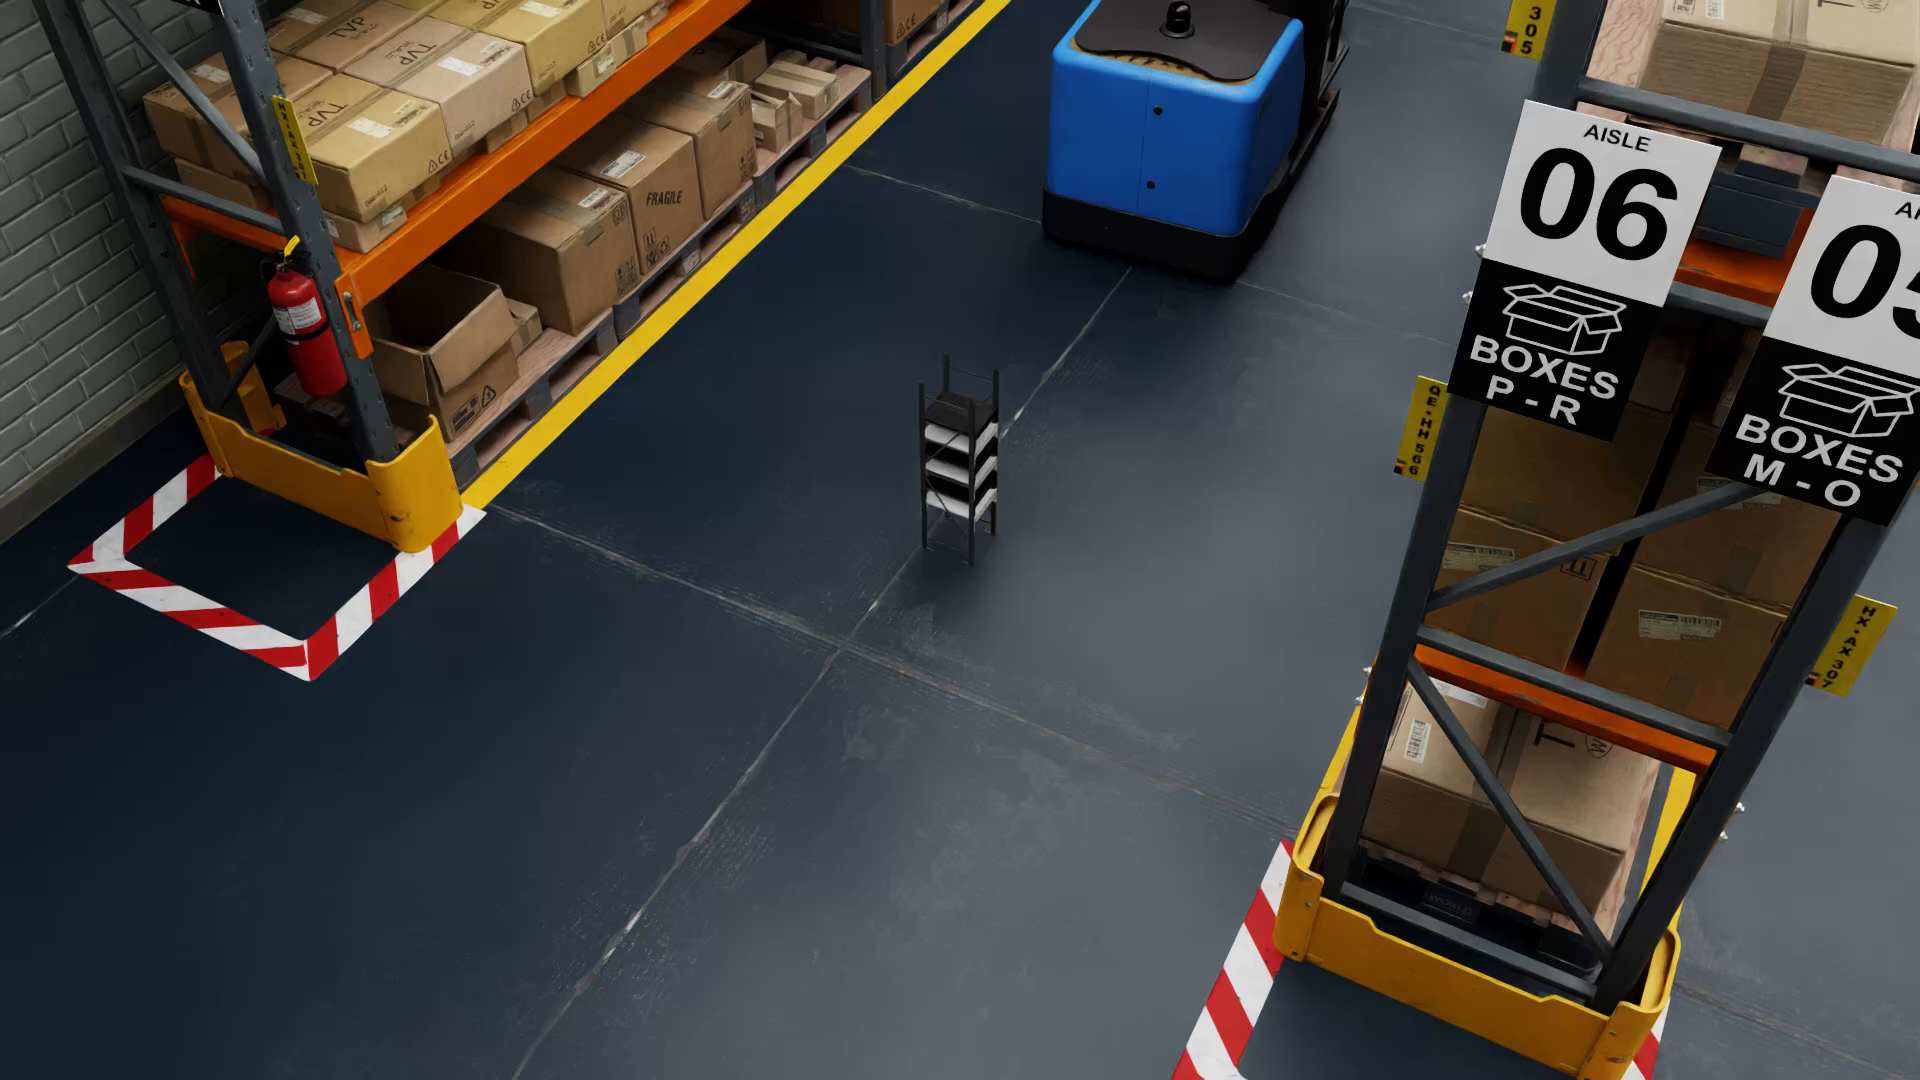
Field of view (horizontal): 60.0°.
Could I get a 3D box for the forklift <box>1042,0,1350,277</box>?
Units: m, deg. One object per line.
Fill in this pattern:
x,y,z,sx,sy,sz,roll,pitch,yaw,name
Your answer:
1.482,-3.387,8.317,1.130,2.935,3.031,18,48,17,forklift

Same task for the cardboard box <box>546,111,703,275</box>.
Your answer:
-1.614,-1.683,8.047,0.500,0.500,0.500,21,49,20,cardboard box

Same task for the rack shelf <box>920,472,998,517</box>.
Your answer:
-0.004,-0.225,6.793,0.258,0.077,0.200,20,49,19,rack shelf

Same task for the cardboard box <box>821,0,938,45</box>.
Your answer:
-0.466,-3.254,9.599,0.500,0.500,0.500,22,49,21,cardboard box

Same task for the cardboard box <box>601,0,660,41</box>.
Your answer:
-1.613,-2.450,7.239,0.500,0.250,0.500,19,48,18,cardboard box

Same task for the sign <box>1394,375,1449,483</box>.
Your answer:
1.177,-0.276,4.213,0.100,0.325,0.005,20,49,19,sign

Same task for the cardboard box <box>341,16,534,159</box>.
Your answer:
-2.064,-1.801,6.597,0.500,0.250,0.500,21,49,19,cardboard box

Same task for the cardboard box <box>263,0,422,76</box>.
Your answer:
-2.528,-1.988,6.782,0.500,0.250,0.500,21,49,19,cardboard box

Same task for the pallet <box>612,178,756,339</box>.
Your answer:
-1.775,-1.570,8.434,1.003,0.211,1.213,20,49,19,pallet

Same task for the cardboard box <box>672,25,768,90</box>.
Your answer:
-1.406,-2.619,9.104,0.500,0.311,0.500,22,49,20,cardboard box

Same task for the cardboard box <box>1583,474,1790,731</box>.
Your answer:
2.129,0.159,4.693,0.500,0.500,0.500,20,49,19,cardboard box

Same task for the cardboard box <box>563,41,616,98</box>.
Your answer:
-1.709,-2.058,7.131,0.380,0.149,0.250,19,48,18,cardboard box

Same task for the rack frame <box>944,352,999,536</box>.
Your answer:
0.043,-0.375,6.768,0.240,0.900,0.006,20,49,19,rack frame

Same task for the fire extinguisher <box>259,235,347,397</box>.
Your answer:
-2.406,-0.831,6.059,0.296,0.674,0.183,20,49,19,fire extinguisher

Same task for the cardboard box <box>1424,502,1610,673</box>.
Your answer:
1.641,-0.024,4.875,0.500,0.500,0.500,21,49,19,cardboard box

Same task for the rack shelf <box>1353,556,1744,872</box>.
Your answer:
2.580,-0.605,6.025,1.077,0.370,4.000,20,49,19,rack shelf

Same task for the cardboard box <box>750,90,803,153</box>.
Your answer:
-1.054,-2.268,8.789,0.396,0.266,0.258,22,49,20,cardboard box

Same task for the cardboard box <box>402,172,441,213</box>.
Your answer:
-2.274,-1.438,6.519,0.380,0.149,0.250,22,49,20,cardboard box

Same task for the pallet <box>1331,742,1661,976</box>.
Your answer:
1.953,0.853,6.039,1.003,0.211,1.213,20,49,19,pallet

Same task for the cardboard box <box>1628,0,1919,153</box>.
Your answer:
1.781,-1.096,3.635,0.500,0.250,0.500,16,48,15,cardboard box

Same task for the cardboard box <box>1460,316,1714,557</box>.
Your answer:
1.664,-0.367,4.510,0.500,0.500,0.500,22,49,20,cardboard box

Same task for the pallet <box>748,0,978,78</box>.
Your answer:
-0.546,-3.299,10.142,1.003,0.211,1.213,20,49,19,pallet

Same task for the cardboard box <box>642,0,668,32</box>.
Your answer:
-1.546,-2.416,7.485,0.380,0.149,0.250,20,49,19,cardboard box

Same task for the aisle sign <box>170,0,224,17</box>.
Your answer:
-2.518,-2.008,5.078,0.394,0.787,0.004,20,49,19,aisle sign

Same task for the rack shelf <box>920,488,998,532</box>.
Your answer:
-0.004,-0.161,6.857,0.258,0.077,0.200,20,49,19,rack shelf

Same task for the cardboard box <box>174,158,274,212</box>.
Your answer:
-2.831,-1.444,6.524,0.380,0.149,0.250,20,49,19,cardboard box

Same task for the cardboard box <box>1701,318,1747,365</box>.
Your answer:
2.120,-0.533,4.219,0.380,0.149,0.250,22,49,20,cardboard box

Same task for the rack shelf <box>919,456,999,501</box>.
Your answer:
-0.004,-0.288,6.728,0.258,0.077,0.200,20,49,19,rack shelf

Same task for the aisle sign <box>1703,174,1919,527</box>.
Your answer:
1.875,-0.371,3.459,0.394,0.787,0.004,20,49,19,aisle sign

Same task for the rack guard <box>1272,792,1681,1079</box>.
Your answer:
1.640,1.296,5.398,1.175,0.500,0.348,20,49,19,rack guard

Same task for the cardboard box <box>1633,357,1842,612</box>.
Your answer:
2.127,-0.193,4.338,0.500,0.500,0.500,19,48,18,cardboard box

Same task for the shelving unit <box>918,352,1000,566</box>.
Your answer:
-0.004,-0.311,6.705,0.258,0.900,0.210,20,49,19,shelving unit

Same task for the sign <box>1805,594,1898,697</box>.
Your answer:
2.140,0.257,4.003,0.100,0.325,0.005,20,49,19,sign

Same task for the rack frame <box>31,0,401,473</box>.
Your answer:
-2.747,-1.234,6.141,1.000,3.000,0.127,20,49,19,rack frame

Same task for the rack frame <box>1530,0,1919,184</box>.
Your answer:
1.651,-1.707,2.390,1.000,3.000,0.127,20,49,19,rack frame

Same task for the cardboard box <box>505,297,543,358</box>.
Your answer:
-2.147,-0.989,7.607,0.380,0.149,0.250,19,48,18,cardboard box

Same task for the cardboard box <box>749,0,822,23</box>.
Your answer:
-0.924,-3.430,9.773,0.500,0.500,0.500,20,49,19,cardboard box

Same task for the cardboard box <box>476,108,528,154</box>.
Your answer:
-2.011,-1.754,6.831,0.380,0.149,0.250,22,49,20,cardboard box
